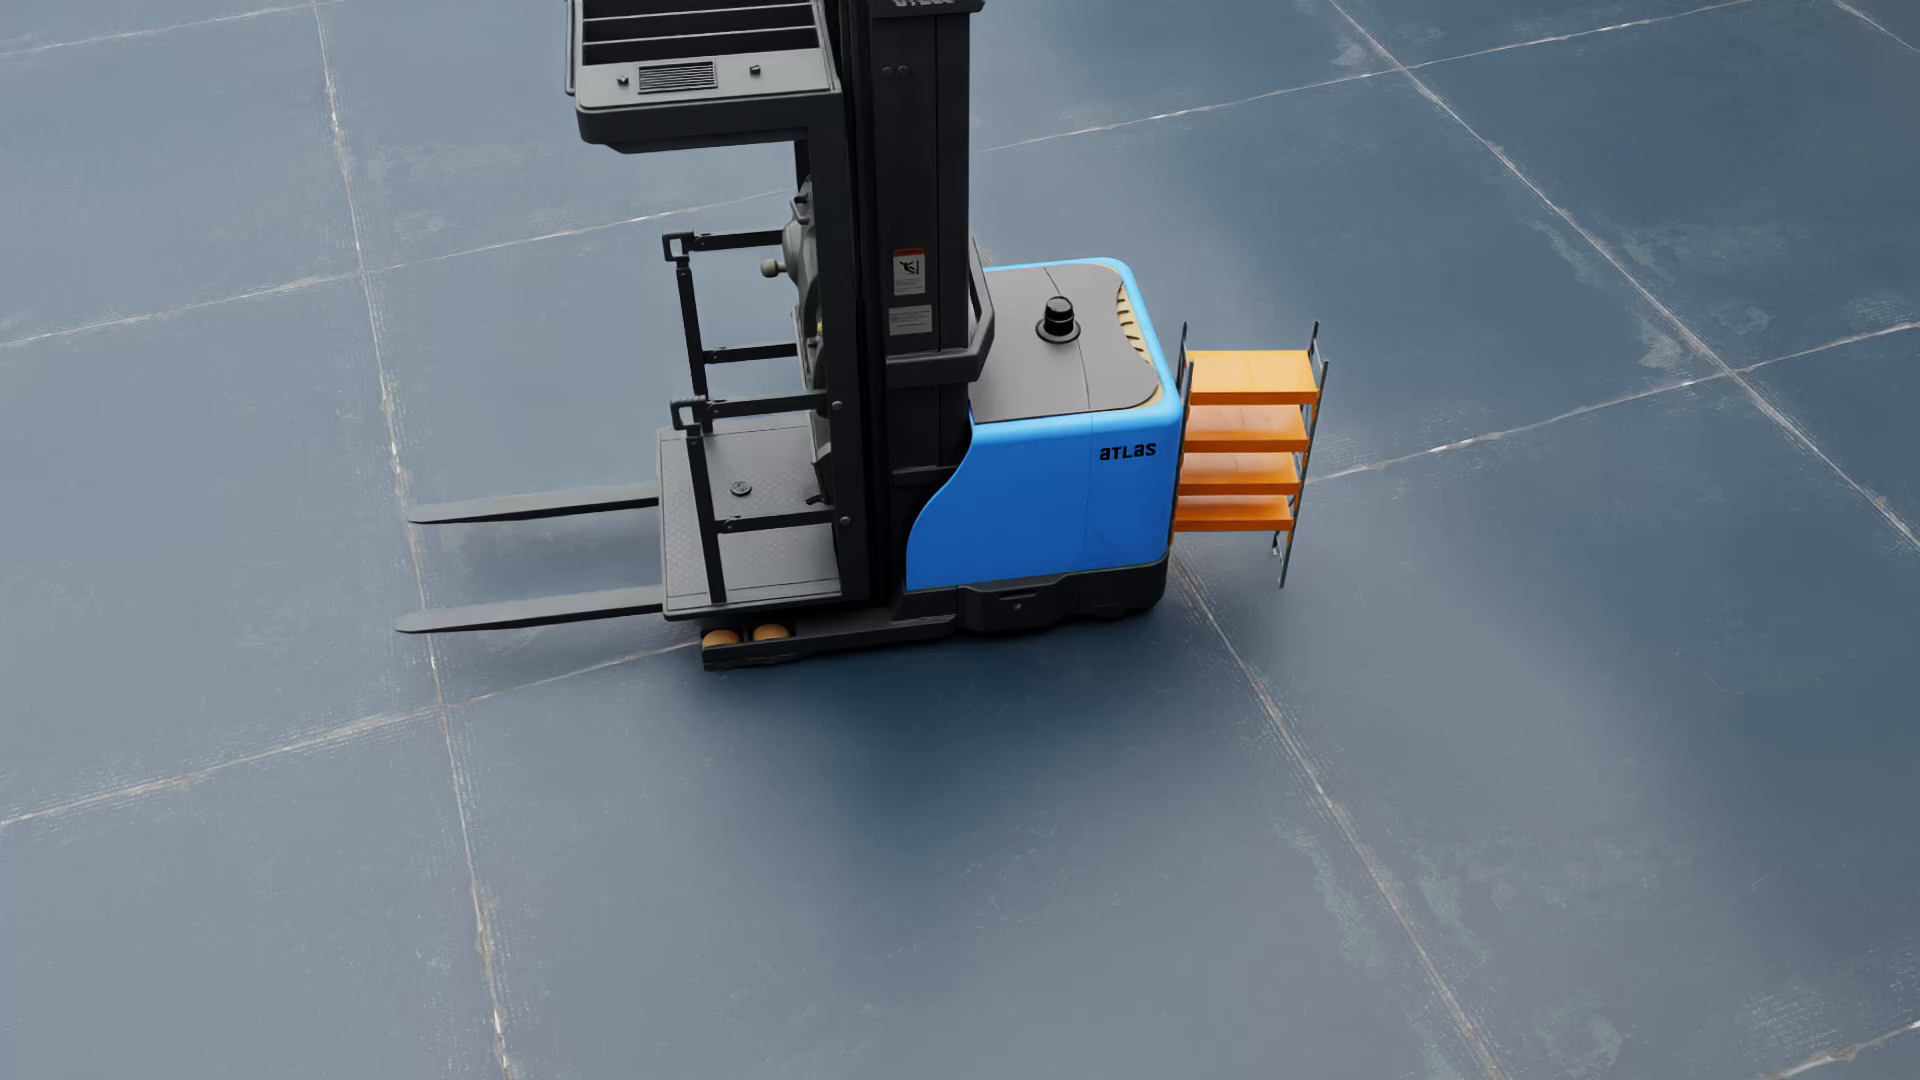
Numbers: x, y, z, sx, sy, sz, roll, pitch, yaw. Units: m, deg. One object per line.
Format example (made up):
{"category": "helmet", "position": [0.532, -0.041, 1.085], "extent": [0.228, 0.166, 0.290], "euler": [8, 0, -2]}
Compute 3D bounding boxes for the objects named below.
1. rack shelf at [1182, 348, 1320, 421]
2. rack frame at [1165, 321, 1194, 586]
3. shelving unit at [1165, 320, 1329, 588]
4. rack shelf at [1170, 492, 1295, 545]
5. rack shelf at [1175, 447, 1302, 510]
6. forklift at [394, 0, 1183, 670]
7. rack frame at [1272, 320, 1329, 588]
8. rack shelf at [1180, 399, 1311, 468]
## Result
{"category": "rack shelf", "position": [1.082, -0.585, 6.240], "extent": [0.480, 0.148, 0.258], "euler": [0, 45, 0]}
{"category": "rack frame", "position": [0.838, -0.306, 6.517], "extent": [0.015, 1.200, 0.240], "euler": [0, 45, 0]}
{"category": "shelving unit", "position": [1.082, -0.307, 6.519], "extent": [0.503, 1.200, 0.258], "euler": [0, 45, 0]}
{"category": "rack shelf", "position": [1.082, -0.120, 6.707], "extent": [0.480, 0.148, 0.258], "euler": [0, 45, 0]}
{"category": "rack shelf", "position": [1.082, -0.260, 6.566], "extent": [0.480, 0.148, 0.258], "euler": [0, 45, 0]}
{"category": "forklift", "position": [-0.732, -0.927, 5.914], "extent": [3.031, 2.935, 1.130], "euler": [-6, 45, -6]}
{"category": "rack frame", "position": [1.326, -0.309, 6.520], "extent": [0.015, 1.200, 0.240], "euler": [0, 45, 0]}
{"category": "rack shelf", "position": [1.082, -0.418, 6.408], "extent": [0.480, 0.148, 0.258], "euler": [0, 45, 0]}
